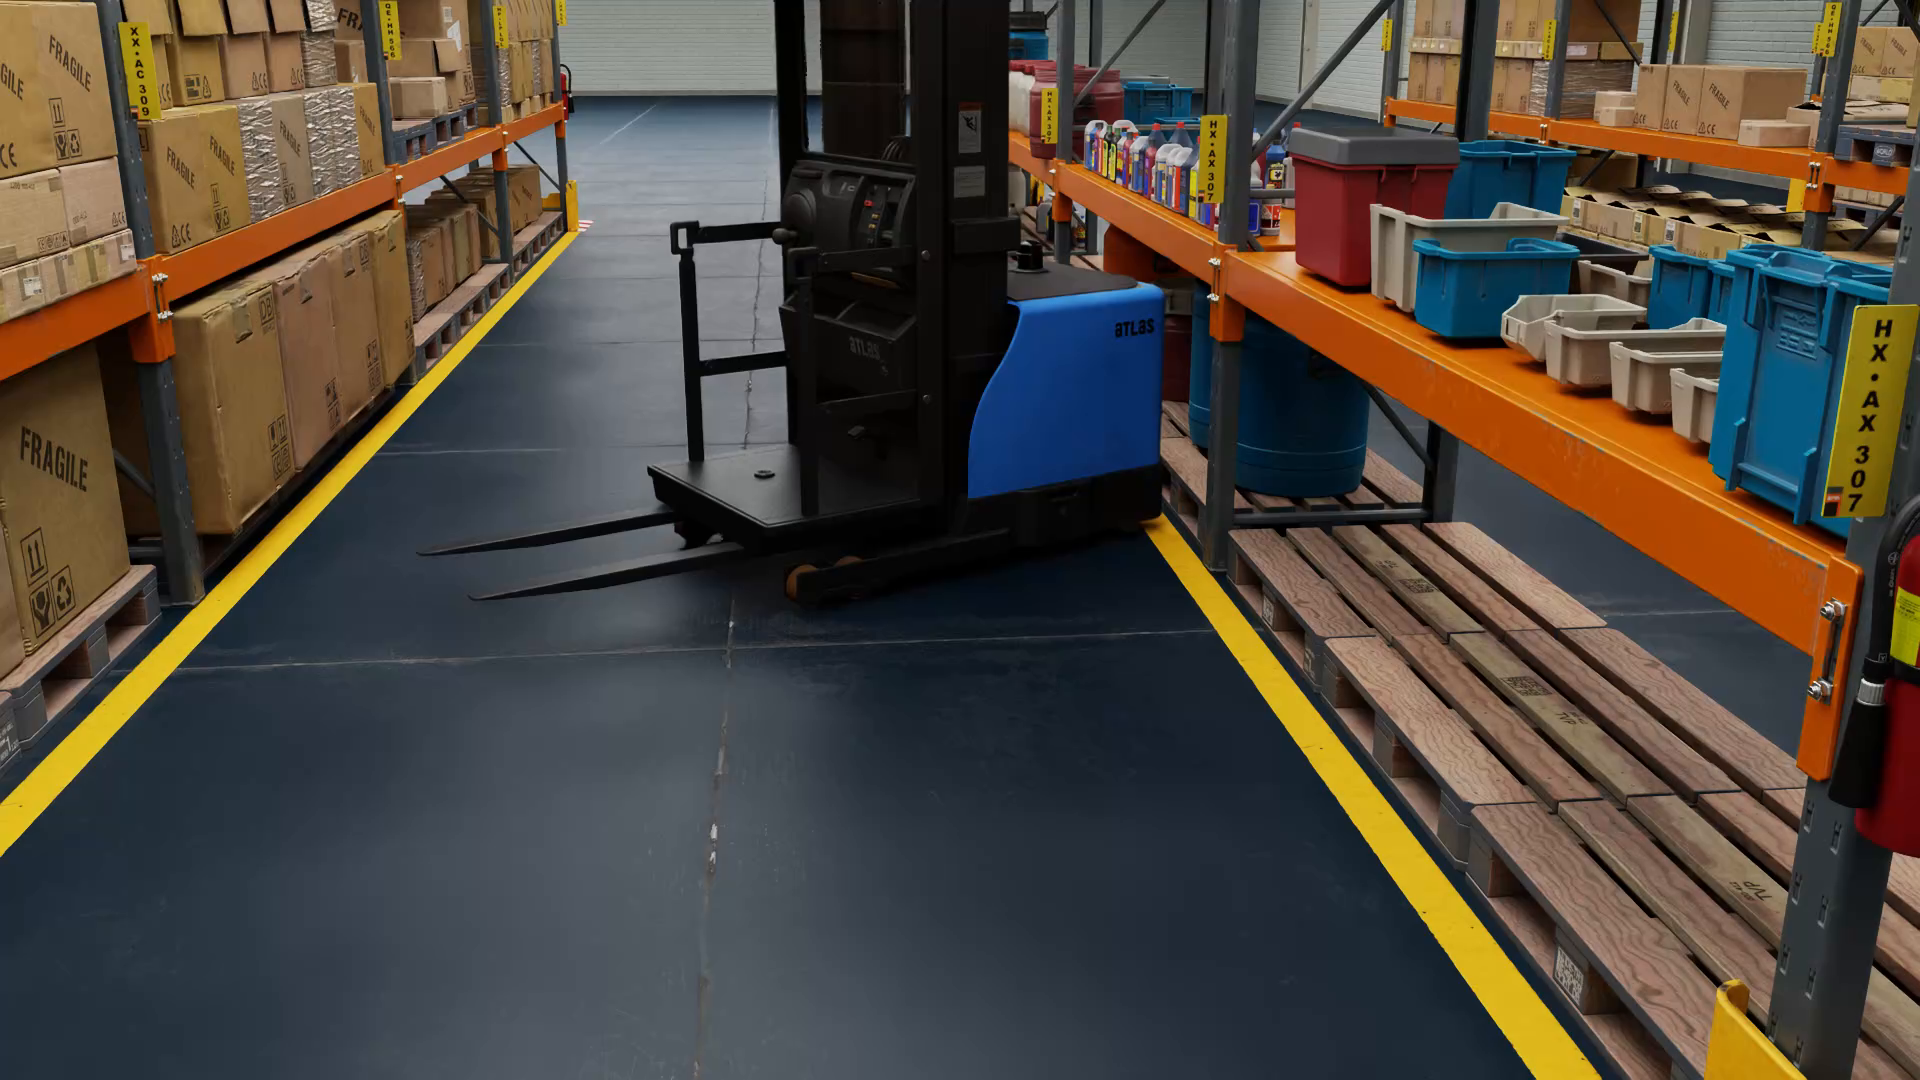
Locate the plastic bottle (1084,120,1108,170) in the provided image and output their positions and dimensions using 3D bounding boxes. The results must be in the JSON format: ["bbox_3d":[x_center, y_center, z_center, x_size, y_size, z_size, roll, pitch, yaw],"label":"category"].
[{"bbox_3d":[0.814,-2.321,9.768,0.152,0.276,0.135,-2,18,-6],"label":"plastic bottle"}]

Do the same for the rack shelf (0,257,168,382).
[{"bbox_3d":[-3.217,-0.235,4.118,1.077,0.370,4.000,-2,18,-6],"label":"rack shelf"}]

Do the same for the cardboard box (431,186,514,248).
[{"bbox_3d":[-4.316,-2.856,14.738,0.500,0.500,0.500,4,18,12],"label":"cardboard box"}]

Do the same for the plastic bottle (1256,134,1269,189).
[{"bbox_3d":[1.551,-1.956,8.593,0.061,0.283,0.133,-2,18,-6],"label":"plastic bottle"}]

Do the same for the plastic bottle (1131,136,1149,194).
[{"bbox_3d":[0.957,-1.907,8.452,0.152,0.276,0.135,-2,18,-6],"label":"plastic bottle"}]

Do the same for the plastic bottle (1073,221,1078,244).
[{"bbox_3d":[1.061,-2.754,14.880,0.097,0.201,0.097,0,17,0],"label":"plastic bottle"}]

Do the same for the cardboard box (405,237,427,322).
[{"bbox_3d":[-3.994,-1.747,11.172,0.700,0.500,0.500,-3,18,-10],"label":"cardboard box"}]

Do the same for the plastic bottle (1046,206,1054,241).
[{"bbox_3d":[0.865,-2.905,15.111,0.144,0.351,0.185,-2,18,-6],"label":"plastic bottle"}]

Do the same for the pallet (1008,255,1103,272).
[{"bbox_3d":[0.798,-2.147,13.664,1.003,0.211,1.213,-2,18,-6],"label":"pallet"}]

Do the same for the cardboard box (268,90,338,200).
[{"bbox_3d":[-3.436,-1.971,8.279,0.500,0.500,0.500,-2,18,-7],"label":"cardboard box"}]

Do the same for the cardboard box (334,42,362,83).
[{"bbox_3d":[-3.931,-2.773,10.135,0.500,0.500,0.500,-4,18,-12],"label":"cardboard box"}]

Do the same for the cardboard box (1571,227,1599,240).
[{"bbox_3d":[5.452,-2.471,13.928,0.500,0.250,0.500,-1,17,-4],"label":"cardboard box"}]

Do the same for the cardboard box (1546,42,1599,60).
[{"bbox_3d":[5.365,-4.294,14.596,0.380,0.149,0.250,-2,18,-6],"label":"cardboard box"}]

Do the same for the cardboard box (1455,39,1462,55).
[{"bbox_3d":[5.154,-4.904,16.540,0.380,0.149,0.250,-2,18,-6],"label":"cardboard box"}]

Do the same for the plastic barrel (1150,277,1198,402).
[{"bbox_3d":[1.275,-1.087,8.956,0.600,0.588,0.708,-2,18,-6],"label":"plastic barrel"}]

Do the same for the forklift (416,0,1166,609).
[{"bbox_3d":[-0.622,-1.316,6.475,3.031,2.935,1.130,-11,21,-32],"label":"forklift"}]

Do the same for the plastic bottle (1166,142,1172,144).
[{"bbox_3d":[1.022,-1.817,8.170,0.097,0.271,0.097,0,17,0],"label":"plastic bottle"}]

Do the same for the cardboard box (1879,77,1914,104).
[{"bbox_3d":[9.969,-4.685,17.308,0.500,0.250,0.500,-2,18,-7],"label":"cardboard box"}]

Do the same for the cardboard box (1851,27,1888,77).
[{"bbox_3d":[9.912,-5.205,17.713,0.500,0.500,0.500,-2,18,-5],"label":"cardboard box"}]

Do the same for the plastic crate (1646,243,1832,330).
[{"bbox_3d":[2.051,-0.649,4.417,0.416,0.233,0.300,-2,18,-6],"label":"plastic crate"}]

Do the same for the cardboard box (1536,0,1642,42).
[{"bbox_3d":[5.554,-4.661,14.683,0.700,0.500,0.500,-2,18,-5],"label":"cardboard box"}]

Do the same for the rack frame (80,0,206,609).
[{"bbox_3d":[-3.423,-1.174,5.908,1.000,3.000,0.127,-2,18,-6],"label":"rack frame"}]

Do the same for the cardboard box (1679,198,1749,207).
[{"bbox_3d":[6.042,-2.603,13.414,0.500,0.311,0.500,-2,18,-6],"label":"cardboard box"}]

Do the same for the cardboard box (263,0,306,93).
[{"bbox_3d":[-3.712,-2.479,8.225,0.797,0.503,0.637,-1,17,-4],"label":"cardboard box"}]

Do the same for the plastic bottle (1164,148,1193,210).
[{"bbox_3d":[1.038,-1.674,7.710,0.152,0.276,0.135,-2,18,-6],"label":"plastic bottle"}]

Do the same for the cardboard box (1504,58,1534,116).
[{"bbox_3d":[5.493,-4.199,15.377,0.700,0.500,0.500,-2,18,-6],"label":"cardboard box"}]

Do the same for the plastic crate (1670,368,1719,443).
[{"bbox_3d":[1.652,-0.275,3.386,0.396,0.136,0.243,-2,18,-6],"label":"plastic crate"}]

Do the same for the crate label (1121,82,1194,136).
[{"bbox_3d":[1.258,-2.840,11.156,0.502,0.435,0.616,-2,18,-6],"label":"crate label"}]

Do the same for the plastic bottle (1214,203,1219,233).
[{"bbox_3d":[1.102,-1.373,6.875,0.097,0.201,0.097,0,17,0],"label":"plastic bottle"}]

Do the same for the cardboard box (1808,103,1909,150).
[{"bbox_3d":[6.024,-2.738,11.038,0.500,0.311,0.500,-1,17,-2],"label":"cardboard box"}]

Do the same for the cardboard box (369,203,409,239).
[{"bbox_3d":[-3.999,-2.097,11.036,0.500,0.250,0.500,0,17,1],"label":"cardboard box"}]

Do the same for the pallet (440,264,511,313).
[{"bbox_3d":[-4.166,-1.995,13.179,1.003,0.211,1.213,-2,18,-6],"label":"pallet"}]

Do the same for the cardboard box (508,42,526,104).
[{"bbox_3d":[-4.249,-4.033,14.352,0.875,0.500,0.500,-2,18,-6],"label":"cardboard box"}]

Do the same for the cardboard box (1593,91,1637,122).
[{"bbox_3d":[5.700,-3.645,14.031,0.500,0.250,0.500,-1,17,-2],"label":"cardboard box"}]

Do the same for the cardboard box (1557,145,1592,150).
[{"bbox_3d":[5.766,-3.554,16.128,0.500,0.500,0.500,-2,18,-6],"label":"cardboard box"}]

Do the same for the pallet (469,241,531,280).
[{"bbox_3d":[-4.352,-2.426,14.552,1.003,0.211,1.213,-2,18,-6],"label":"pallet"}]

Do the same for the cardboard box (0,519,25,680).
[{"bbox_3d":[-3.342,0.107,4.675,0.875,0.875,0.875,-2,18,-6],"label":"cardboard box"}]

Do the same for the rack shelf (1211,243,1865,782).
[{"bbox_3d":[1.710,-0.388,4.606,1.077,0.370,4.000,-2,18,-6],"label":"rack shelf"}]

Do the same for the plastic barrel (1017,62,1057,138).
[{"bbox_3d":[0.635,-3.265,12.342,0.433,0.535,0.433,0,17,0],"label":"plastic barrel"}]

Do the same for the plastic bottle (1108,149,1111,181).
[{"bbox_3d":[0.860,-2.072,9.101,0.097,0.201,0.097,0,17,0],"label":"plastic bottle"}]

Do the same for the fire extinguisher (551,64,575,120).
[{"bbox_3d":[-4.214,-4.761,17.462,0.296,0.674,0.183,-2,18,-6],"label":"fire extinguisher"}]

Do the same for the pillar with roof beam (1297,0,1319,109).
[{"bbox_3d":[4.295,-14.906,39.633,9.100,9.000,0.400,-2,18,-6],"label":"pillar with roof beam"}]

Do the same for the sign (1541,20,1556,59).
[{"bbox_3d":[5.054,-4.296,14.274,0.100,0.325,0.005,-2,18,-6],"label":"sign"}]

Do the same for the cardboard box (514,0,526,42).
[{"bbox_3d":[-4.146,-4.664,14.692,0.500,0.500,0.500,-2,18,-6],"label":"cardboard box"}]

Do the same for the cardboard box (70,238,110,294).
[{"bbox_3d":[-3.039,-0.896,5.444,0.380,0.149,0.250,-1,17,-5],"label":"cardboard box"}]

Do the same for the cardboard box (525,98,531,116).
[{"bbox_3d":[-4.139,-3.957,15.194,0.380,0.149,0.250,-2,18,-6],"label":"cardboard box"}]

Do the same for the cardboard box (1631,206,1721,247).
[{"bbox_3d":[5.561,-2.430,12.861,0.500,0.311,0.500,-1,17,-4],"label":"cardboard box"}]

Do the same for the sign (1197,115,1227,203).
[{"bbox_3d":[0.956,-1.443,6.302,0.100,0.325,0.005,-2,18,-6],"label":"sign"}]

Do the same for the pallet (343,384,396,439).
[{"bbox_3d":[-3.829,-0.798,9.366,1.003,0.211,1.213,-2,18,-6],"label":"pallet"}]

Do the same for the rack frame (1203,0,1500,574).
[{"bbox_3d":[1.504,-1.327,6.396,1.000,3.000,0.127,-2,18,-6],"label":"rack frame"}]
